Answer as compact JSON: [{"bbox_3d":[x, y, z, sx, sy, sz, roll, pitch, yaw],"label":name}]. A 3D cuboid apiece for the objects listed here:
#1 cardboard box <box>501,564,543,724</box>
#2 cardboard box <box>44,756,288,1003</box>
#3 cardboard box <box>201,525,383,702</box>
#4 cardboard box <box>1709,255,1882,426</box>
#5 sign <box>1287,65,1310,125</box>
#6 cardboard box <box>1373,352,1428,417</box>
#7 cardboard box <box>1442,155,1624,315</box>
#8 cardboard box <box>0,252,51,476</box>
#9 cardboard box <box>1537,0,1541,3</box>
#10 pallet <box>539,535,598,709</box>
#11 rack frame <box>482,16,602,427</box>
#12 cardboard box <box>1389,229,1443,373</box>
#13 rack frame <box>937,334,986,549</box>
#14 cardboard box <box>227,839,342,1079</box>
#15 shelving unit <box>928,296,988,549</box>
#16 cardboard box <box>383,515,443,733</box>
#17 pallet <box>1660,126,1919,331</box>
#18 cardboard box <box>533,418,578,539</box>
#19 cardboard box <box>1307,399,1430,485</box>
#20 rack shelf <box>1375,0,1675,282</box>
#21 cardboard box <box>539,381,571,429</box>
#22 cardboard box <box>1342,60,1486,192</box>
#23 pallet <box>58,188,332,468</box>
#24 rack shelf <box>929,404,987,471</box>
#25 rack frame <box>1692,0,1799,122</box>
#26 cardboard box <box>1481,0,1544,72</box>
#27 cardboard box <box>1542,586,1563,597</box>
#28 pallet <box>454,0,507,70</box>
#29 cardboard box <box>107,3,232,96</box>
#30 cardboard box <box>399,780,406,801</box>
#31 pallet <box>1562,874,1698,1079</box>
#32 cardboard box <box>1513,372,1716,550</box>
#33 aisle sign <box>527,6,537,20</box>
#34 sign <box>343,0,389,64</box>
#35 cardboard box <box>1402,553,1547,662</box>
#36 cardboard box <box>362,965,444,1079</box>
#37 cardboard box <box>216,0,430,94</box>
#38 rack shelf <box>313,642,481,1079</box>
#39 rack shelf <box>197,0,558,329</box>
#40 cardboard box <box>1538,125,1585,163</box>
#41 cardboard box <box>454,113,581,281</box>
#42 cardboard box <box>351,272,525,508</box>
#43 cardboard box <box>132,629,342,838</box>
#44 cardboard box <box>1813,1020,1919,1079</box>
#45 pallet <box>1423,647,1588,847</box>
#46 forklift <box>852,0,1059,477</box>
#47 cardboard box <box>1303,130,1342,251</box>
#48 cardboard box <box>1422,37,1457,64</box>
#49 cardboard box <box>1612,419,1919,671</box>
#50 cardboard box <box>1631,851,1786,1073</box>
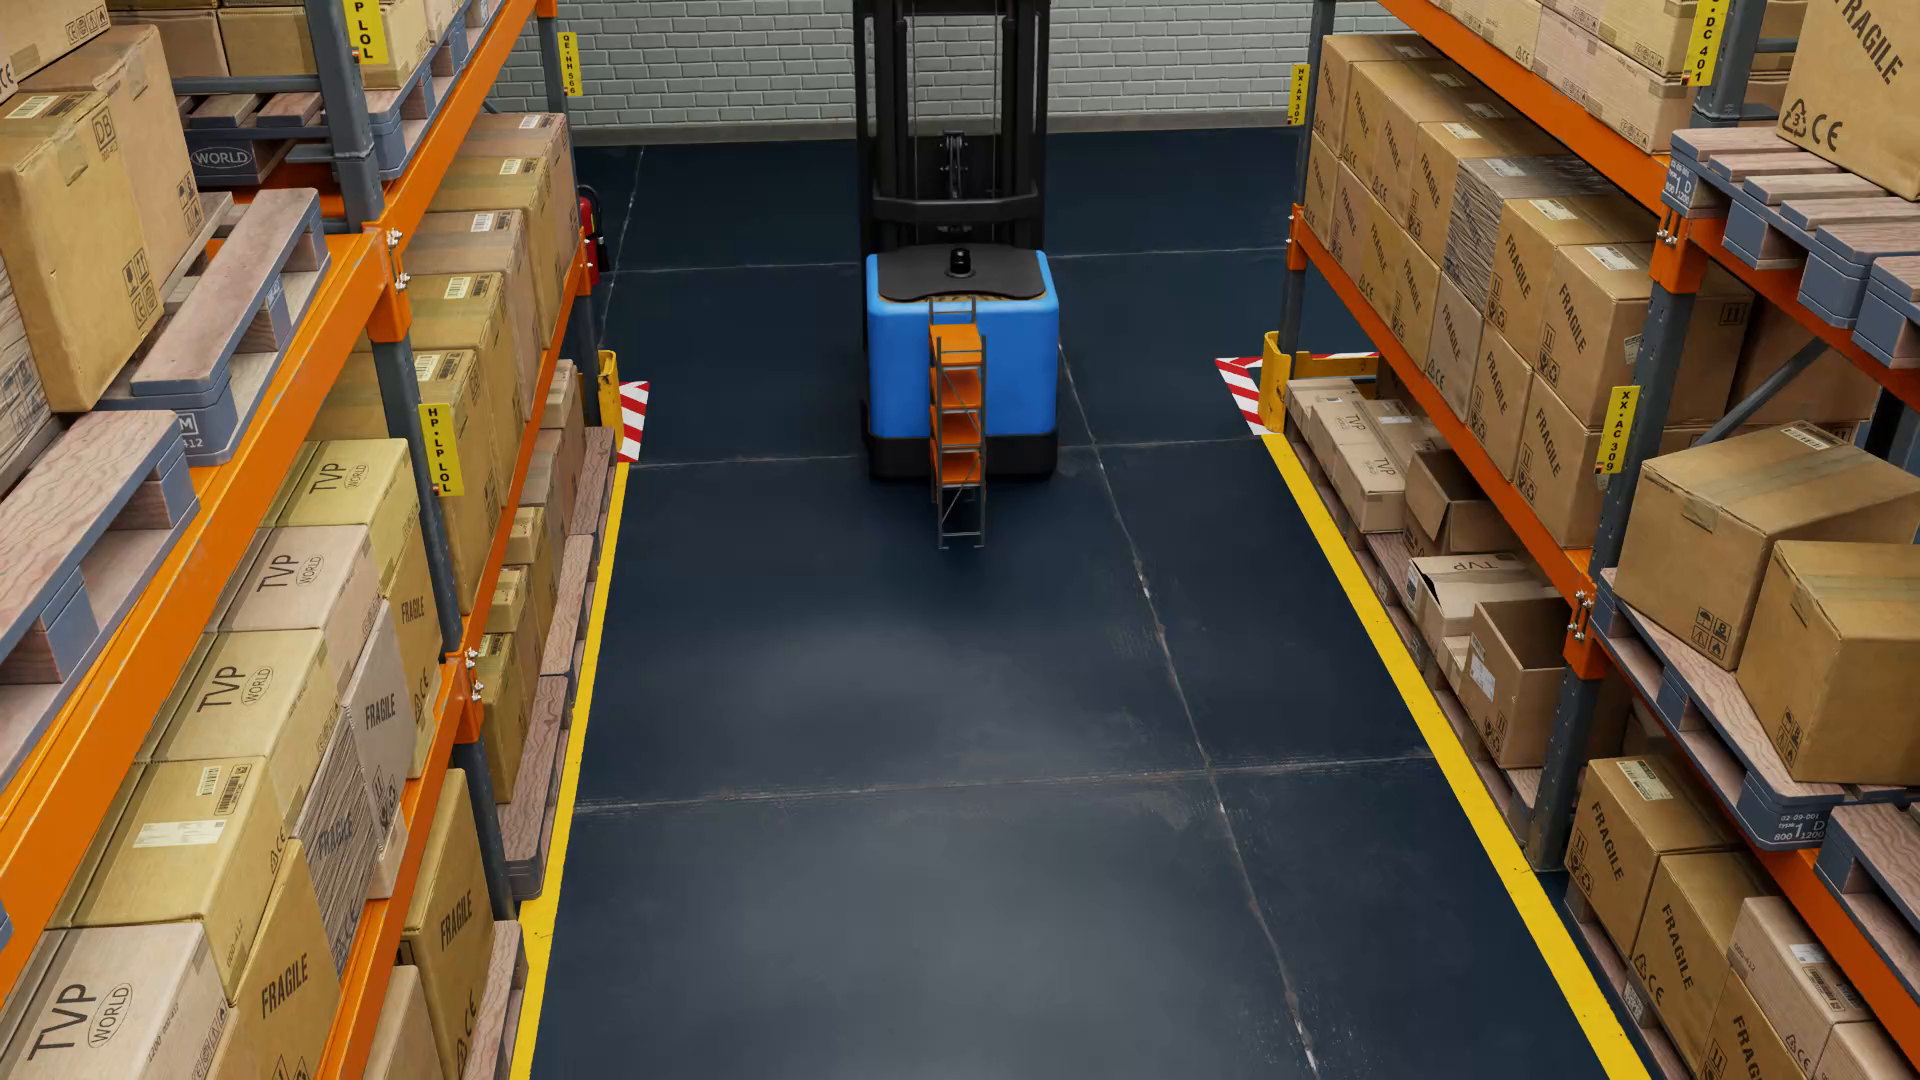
[{"bbox_3d":[-2.189,0.462,7.080,0.700,0.500,0.500,-3,31,-5],"label":"cardboard box"},{"bbox_3d":[-1.745,0.719,3.482,0.500,0.250,0.500,-3,31,-6],"label":"cardboard box"},{"bbox_3d":[-1.841,0.199,4.354,0.500,0.250,0.500,-2,31,-4],"label":"cardboard box"},{"bbox_3d":[2.990,-0.753,6.013,0.500,0.500,0.500,-2,31,-3],"label":"cardboard box"},{"bbox_3d":[1.840,-2.415,9.023,0.100,0.325,0.005,-3,31,-5],"label":"sign"},{"bbox_3d":[2.676,-0.919,9.372,0.500,0.500,0.500,-3,31,-5],"label":"cardboard box"},{"bbox_3d":[2.351,-1.264,6.868,0.500,0.500,0.500,-3,31,-4],"label":"cardboard box"},{"bbox_3d":[-2.106,-0.313,2.897,0.700,0.500,0.500,-3,31,-5],"label":"cardboard box"},{"bbox_3d":[2.350,-2.211,6.260,0.500,0.250,0.500,-3,31,-5],"label":"cardboard box"},{"bbox_3d":[-2.288,0.393,7.886,1.003,0.211,1.213,-3,31,-5],"label":"pallet"},{"bbox_3d":[-2.551,-1.830,8.888,1.000,3.000,0.127,-3,31,-5],"label":"rack frame"},{"bbox_3d":[2.302,-1.098,7.566,0.500,0.500,0.500,-2,31,-4],"label":"cardboard box"},{"bbox_3d":[0.007,-0.475,8.375,0.240,1.200,0.015,-3,31,-5],"label":"rack frame"},{"bbox_3d":[-1.736,1.028,3.696,0.500,0.500,0.500,-2,31,-3],"label":"cardboard box"},{"bbox_3d":[-0.015,-0.600,8.584,0.258,1.200,0.503,-3,31,-5],"label":"shelving unit"},{"bbox_3d":[-1.884,0.257,4.988,0.500,0.500,0.500,-3,31,-5],"label":"cardboard box"},{"bbox_3d":[2.745,-0.898,4.586,1.213,0.211,1.003,-3,31,-5],"label":"pallet"},{"bbox_3d":[-2.340,-0.329,8.404,0.700,0.500,0.500,-3,31,-5],"label":"cardboard box"},{"bbox_3d":[2.195,-0.531,8.966,0.500,0.250,0.500,-3,31,-5],"label":"cardboard box"},{"bbox_3d":[2.567,-2.027,6.995,1.077,0.370,4.000,-3,31,-5],"label":"rack shelf"},{"bbox_3d":[-2.168,-0.676,8.352,0.380,0.149,0.250,-2,31,-3],"label":"cardboard box"},{"bbox_3d":[2.215,-2.036,8.160,0.500,0.500,0.500,-2,31,-4],"label":"cardboard box"},{"bbox_3d":[-2.043,-0.528,3.970,0.805,0.209,1.217,-4,31,-7],"label":"pallet"},{"bbox_3d":[-0.015,-0.542,8.618,0.258,0.148,0.480,-3,31,-5],"label":"rack shelf"},{"bbox_3d":[2.754,-2.602,4.332,1.000,3.000,0.127,-3,31,-5],"label":"rack frame"},{"bbox_3d":[2.352,-1.997,6.388,0.500,0.250,0.500,-3,31,-5],"label":"cardboard box"},{"bbox_3d":[2.839,0.335,7.598,0.380,0.166,0.250,-3,31,-5],"label":"cardboard box"},{"bbox_3d":[-2.355,-2.077,6.464,1.003,0.211,1.213,-3,31,-5],"label":"pallet"},{"bbox_3d":[-2.475,-1.572,5.172,0.500,0.250,0.500,-2,31,-4],"label":"cardboard box"},{"bbox_3d":[-1.838,0.733,4.824,0.380,0.149,0.250,-2,31,-3],"label":"cardboard box"},{"bbox_3d":[2.868,1.584,5.893,1.003,0.211,1.213,-3,31,-5],"label":"pallet"},{"bbox_3d":[2.452,-0.313,6.251,0.500,0.500,0.500,-2,31,-4],"label":"cardboard box"},{"bbox_3d":[-2.260,-2.997,8.307,0.394,0.787,0.004,-3,31,-5],"label":"aisle sign"},{"bbox_3d":[-1.638,-1.464,4.539,0.100,0.325,0.005,-3,31,-5],"label":"sign"},{"bbox_3d":[2.348,0.278,7.552,0.500,0.311,0.500,-3,31,-5],"label":"cardboard box"},{"bbox_3d":[-1.902,1.734,4.608,0.750,0.750,0.750,-2,31,-3],"label":"cardboard box"},{"bbox_3d":[-1.980,-1.600,5.217,0.500,0.250,0.500,-3,31,-5],"label":"cardboard box"},{"bbox_3d":[-1.991,1.542,3.944,1.077,0.370,4.000,-3,31,-5],"label":"rack shelf"},{"bbox_3d":[-2.365,-1.788,6.594,1.077,0.370,4.000,-3,31,-5],"label":"rack shelf"},{"bbox_3d":[2.845,-1.543,7.335,0.500,0.500,0.500,-2,31,-3],"label":"cardboard box"},{"bbox_3d":[-2.494,-1.699,8.376,0.980,0.700,0.700,-1,31,-2],"label":"cardboard box"},{"bbox_3d":[-2.275,-0.567,6.482,0.980,0.700,0.700,-4,31,-6],"label":"cardboard box"},{"bbox_3d":[-1.794,0.459,3.918,0.500,0.250,0.500,-2,31,-4],"label":"cardboard box"},{"bbox_3d":[2.697,1.561,4.489,0.500,0.250,0.500,-3,31,-6],"label":"cardboard box"},{"bbox_3d":[2.691,0.820,7.172,1.003,0.211,1.213,-3,31,-5],"label":"pallet"},{"bbox_3d":[-0.064,-2.331,9.793,1.130,2.935,3.031,-2,31,-3],"label":"forklift"},{"bbox_3d":[2.159,-1.873,8.863,0.500,0.500,0.500,-2,31,-4],"label":"cardboard box"},{"bbox_3d":[2.696,-2.327,8.649,0.500,0.500,0.500,-3,31,-5],"label":"cardboard box"},{"bbox_3d":[2.575,0.002,5.314,0.700,0.500,0.500,-13,33,-21],"label":"cardboard box"},{"bbox_3d":[2.617,1.388,5.510,0.500,0.500,0.500,-2,31,-4],"label":"cardboard box"}]
